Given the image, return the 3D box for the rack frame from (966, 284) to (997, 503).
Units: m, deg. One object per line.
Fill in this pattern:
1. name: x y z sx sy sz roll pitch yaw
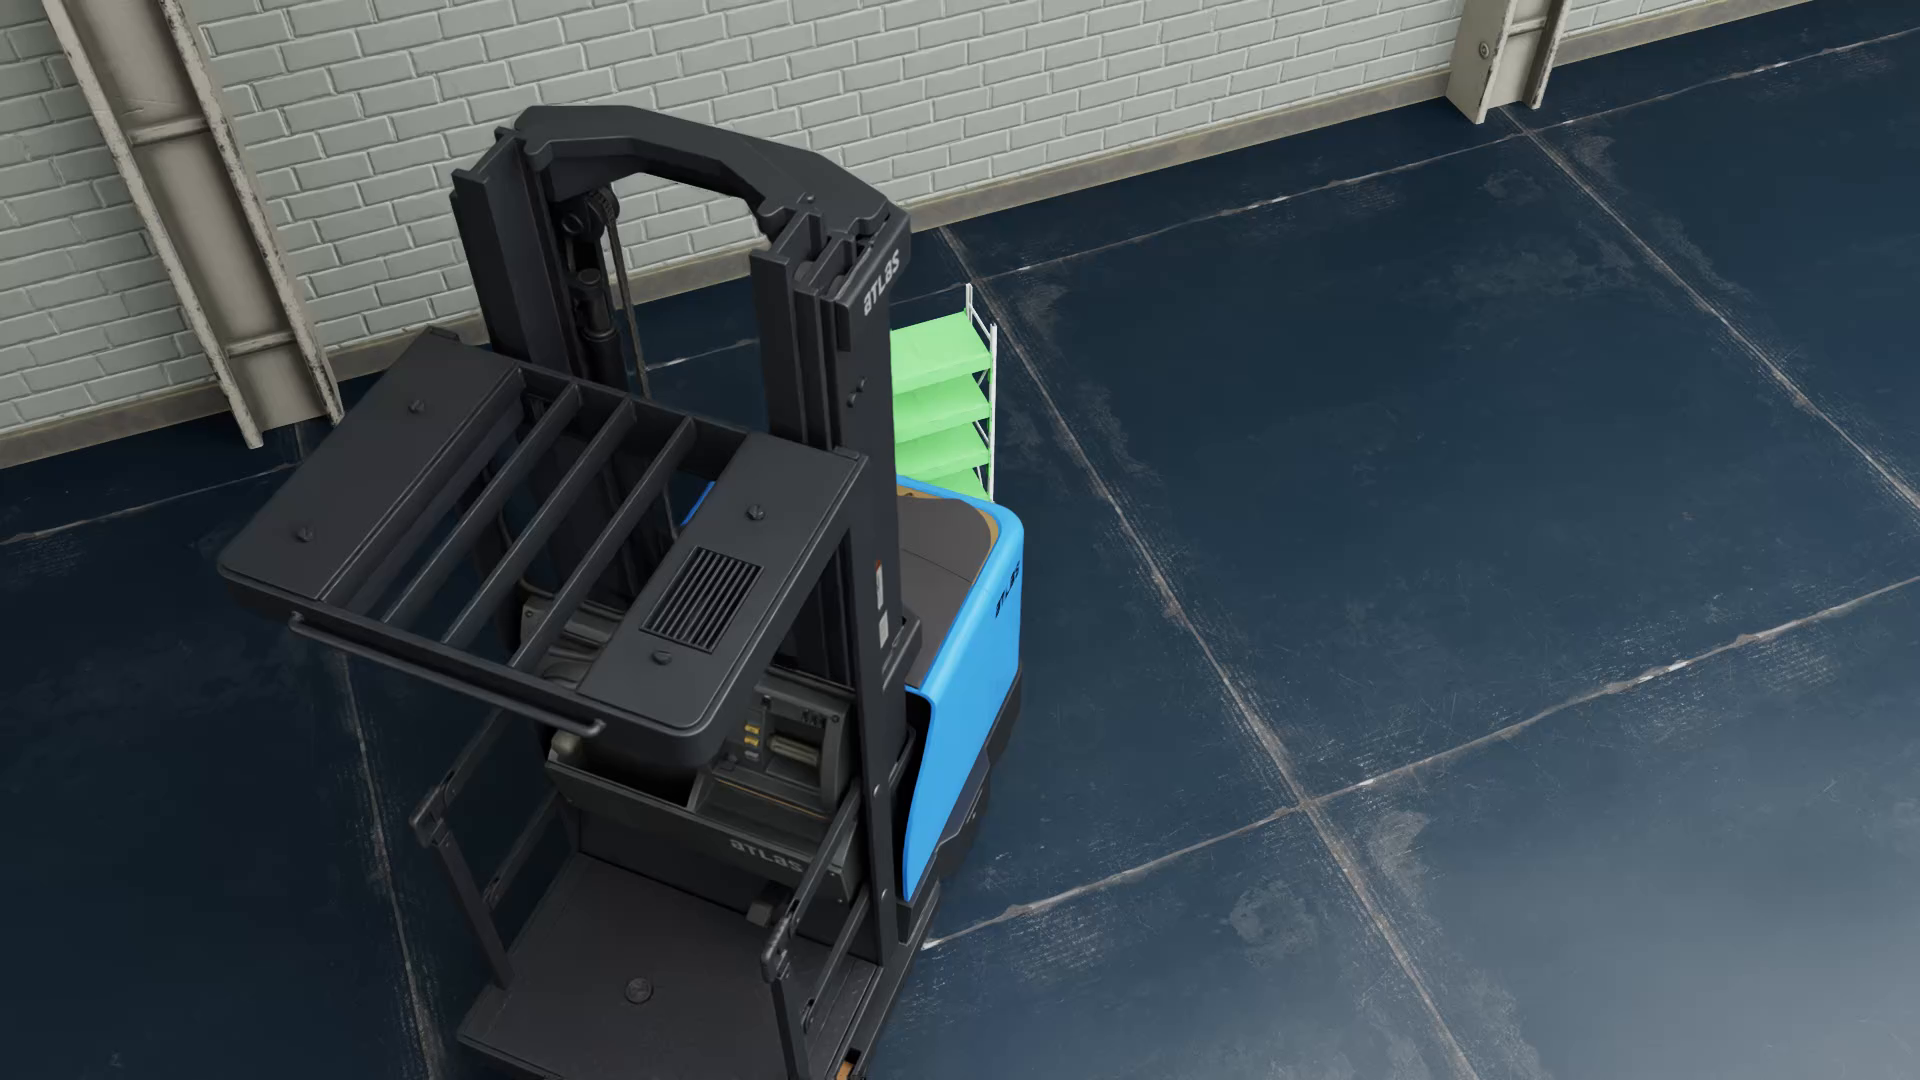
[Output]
1. rack frame: 0.073 -0.413 6.155 0.015 1.200 0.240 -17 52 -14

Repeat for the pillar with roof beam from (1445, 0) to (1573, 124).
1. pillar with roof beam: 4.352 -2.170 2.523 0.400 9.000 9.100 -17 52 -14

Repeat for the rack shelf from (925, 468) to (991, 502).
1. rack shelf: -0.153 -0.145 6.325 0.480 0.148 0.258 -17 52 -14

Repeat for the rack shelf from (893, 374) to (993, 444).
1. rack shelf: -0.153 -0.458 5.961 0.480 0.148 0.258 -17 52 -14

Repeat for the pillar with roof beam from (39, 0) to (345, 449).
1. pillar with roof beam: -1.202 -0.449 1.045 0.400 9.000 9.100 -17 52 -14

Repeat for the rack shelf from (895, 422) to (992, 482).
1. rack shelf: -0.153 -0.302 6.143 0.480 0.148 0.258 -17 52 -14

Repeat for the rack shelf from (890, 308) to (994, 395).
1. rack shelf: -0.153 -0.614 5.779 0.480 0.148 0.258 -17 52 -14

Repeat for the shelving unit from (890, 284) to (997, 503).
1. shelving unit: -0.153 -0.343 6.095 0.503 1.200 0.258 -17 52 -14

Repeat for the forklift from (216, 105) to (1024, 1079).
1. forklift: -0.805 0.555 4.182 1.130 2.935 3.031 17 51 14
